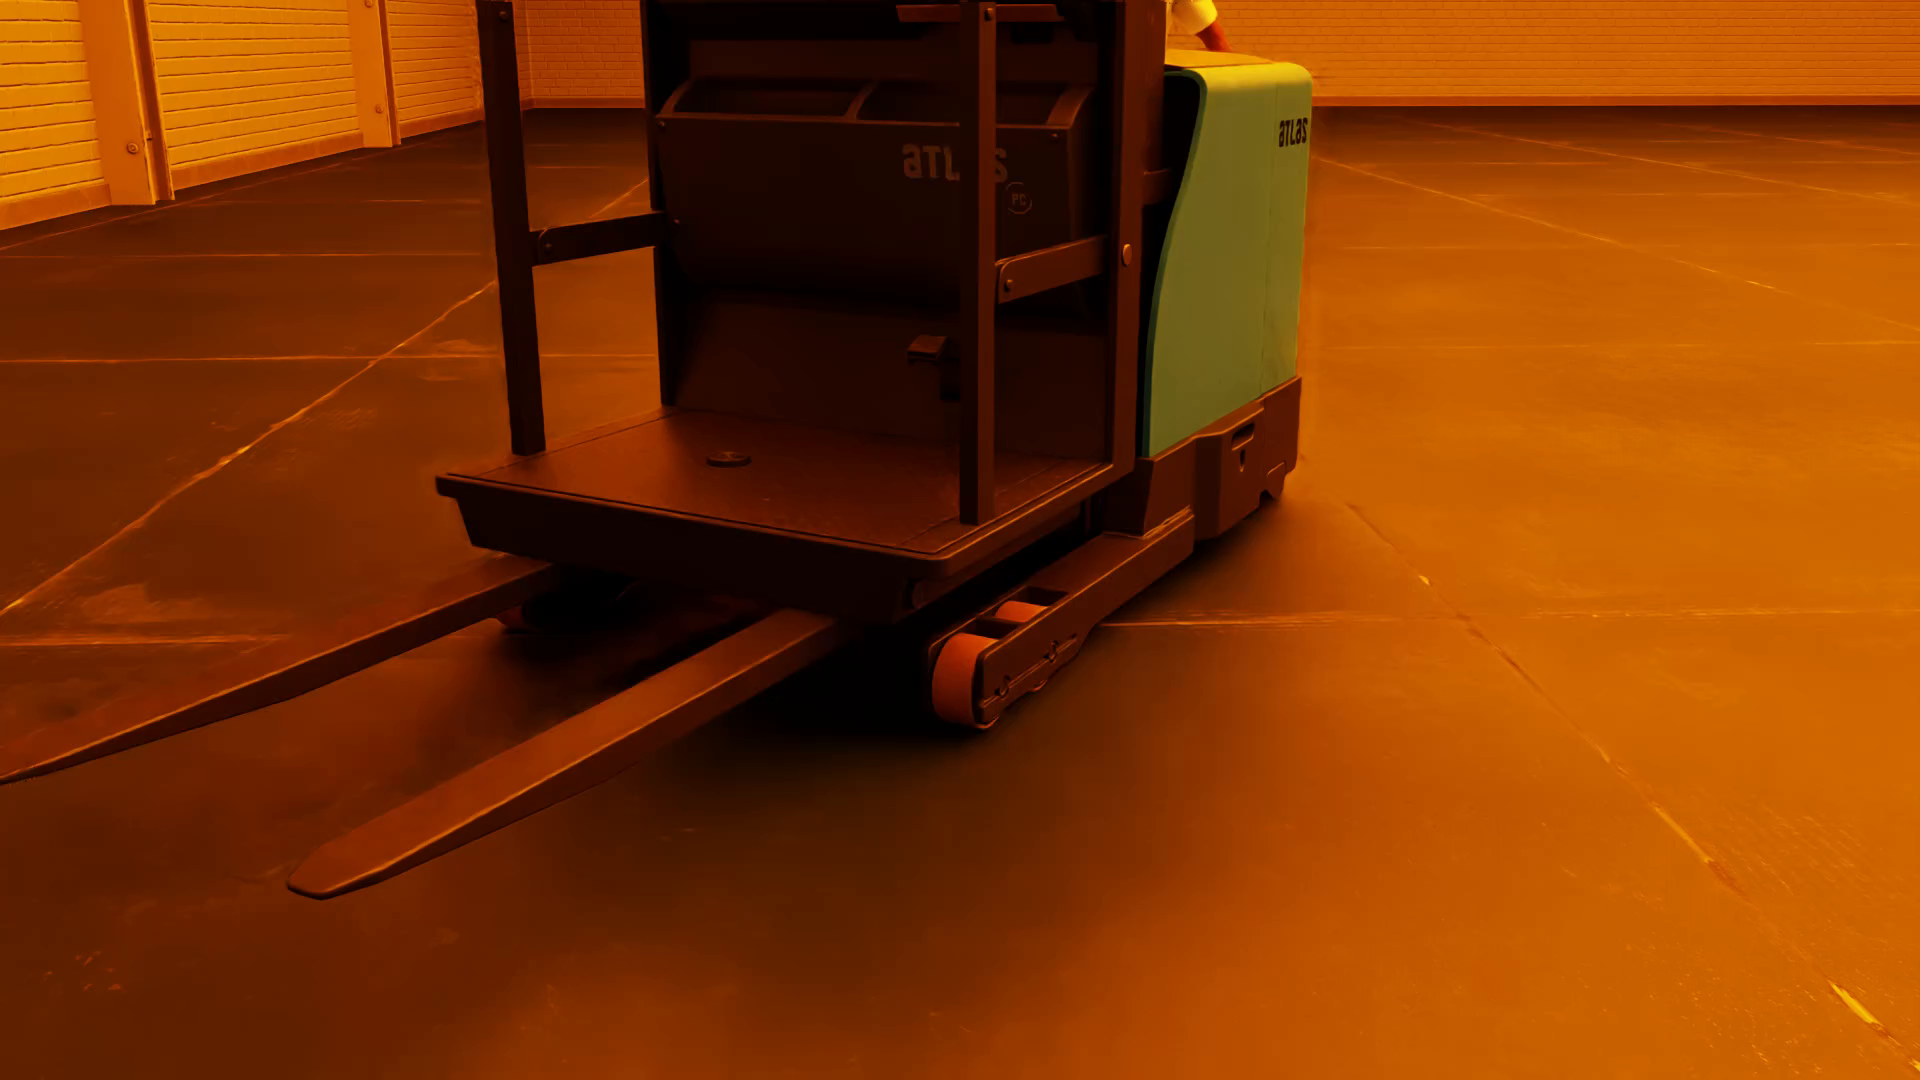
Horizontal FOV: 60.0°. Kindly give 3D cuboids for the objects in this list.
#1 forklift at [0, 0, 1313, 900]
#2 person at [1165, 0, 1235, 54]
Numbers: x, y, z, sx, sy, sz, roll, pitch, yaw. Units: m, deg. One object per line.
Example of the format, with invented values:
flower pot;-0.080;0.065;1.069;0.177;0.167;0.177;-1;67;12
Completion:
forklift;-0.280;-1.226;2.914;1.130;2.935;3.031;9;19;27
person;0.629;-1.730;6.632;1.033;1.749;0.738;-4;17;-12
